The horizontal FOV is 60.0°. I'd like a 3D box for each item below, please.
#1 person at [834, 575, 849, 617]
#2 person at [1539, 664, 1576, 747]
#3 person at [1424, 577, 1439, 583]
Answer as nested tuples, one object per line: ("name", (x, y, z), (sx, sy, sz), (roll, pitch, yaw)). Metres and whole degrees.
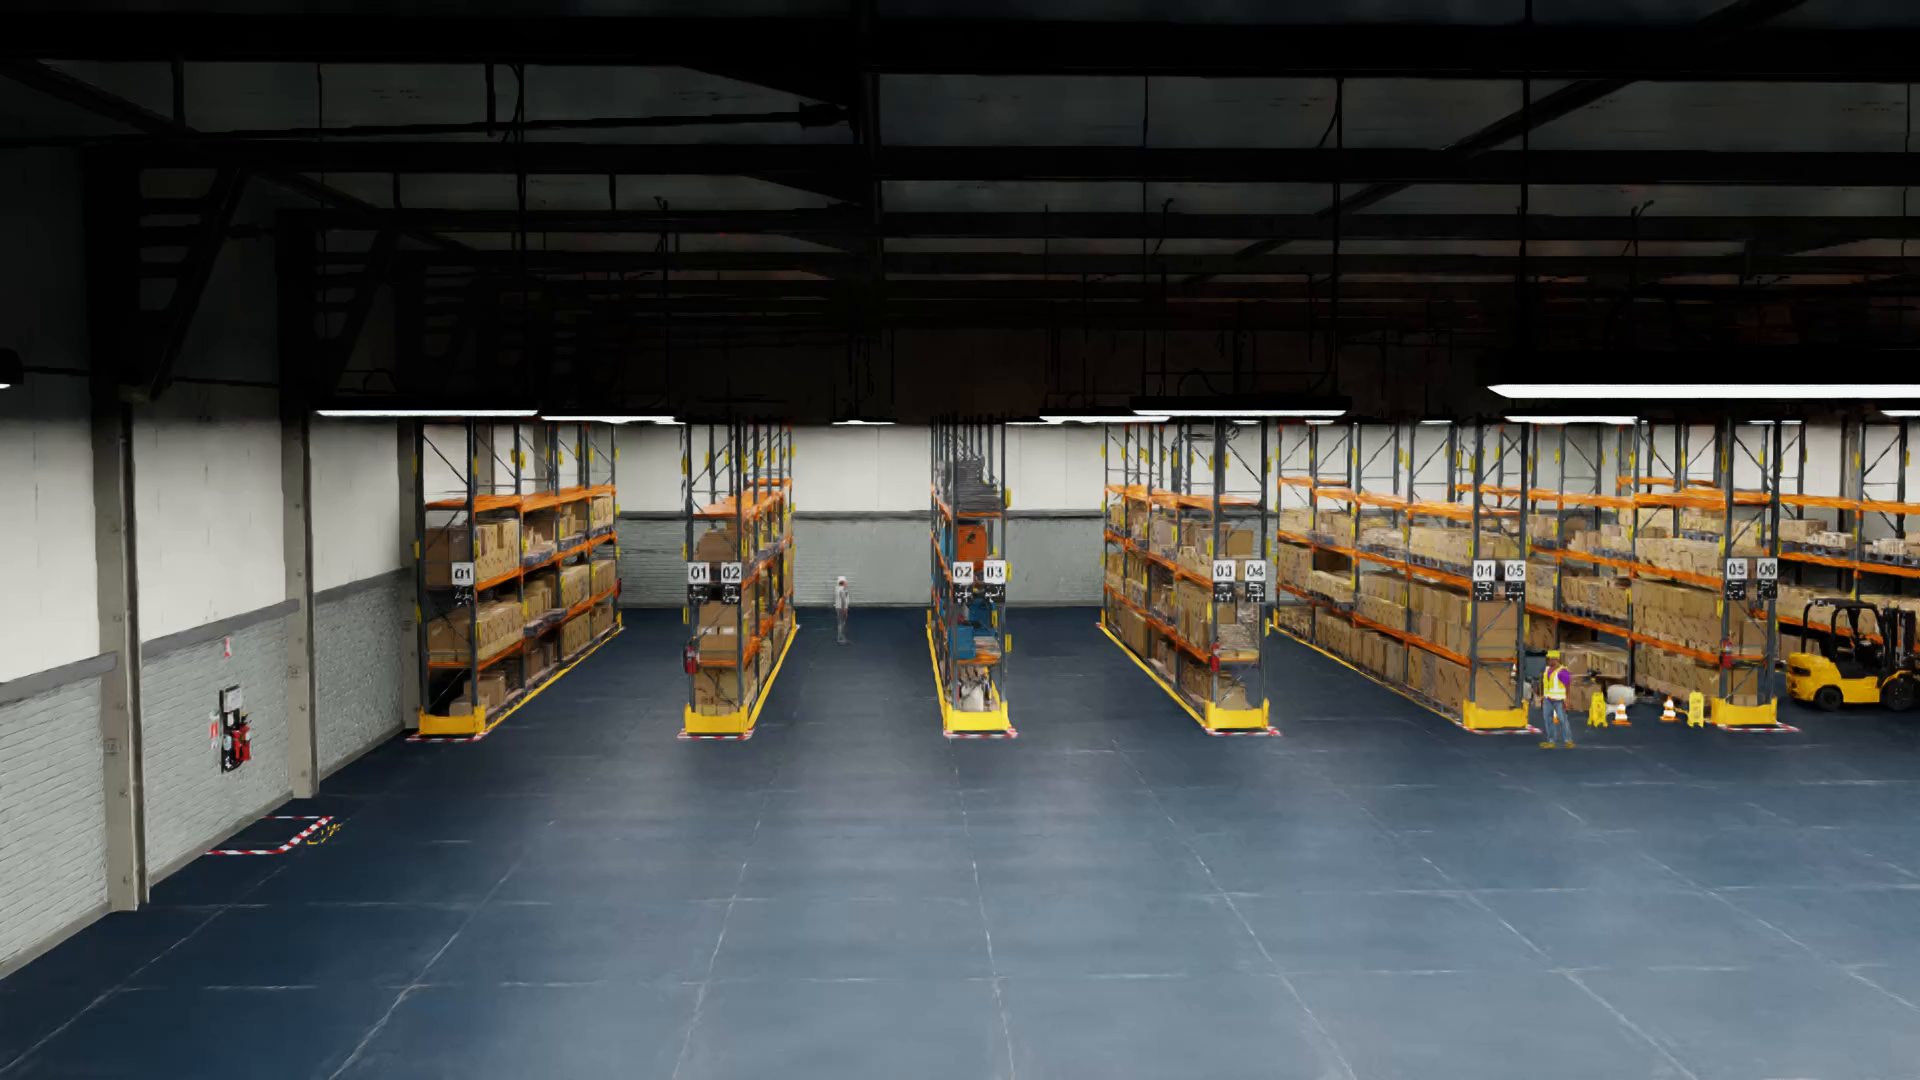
("person", (-3.131, 1.476, 43.975), (0.365, 1.077, 0.593), (-1, 4, -18))
("person", (10.679, 2.954, 29.716), (0.541, 1.514, 0.629), (-2, 4, -29))
("person", (14.723, 1.209, 51.842), (0.578, 1.479, 0.841), (-1, 4, -19))
